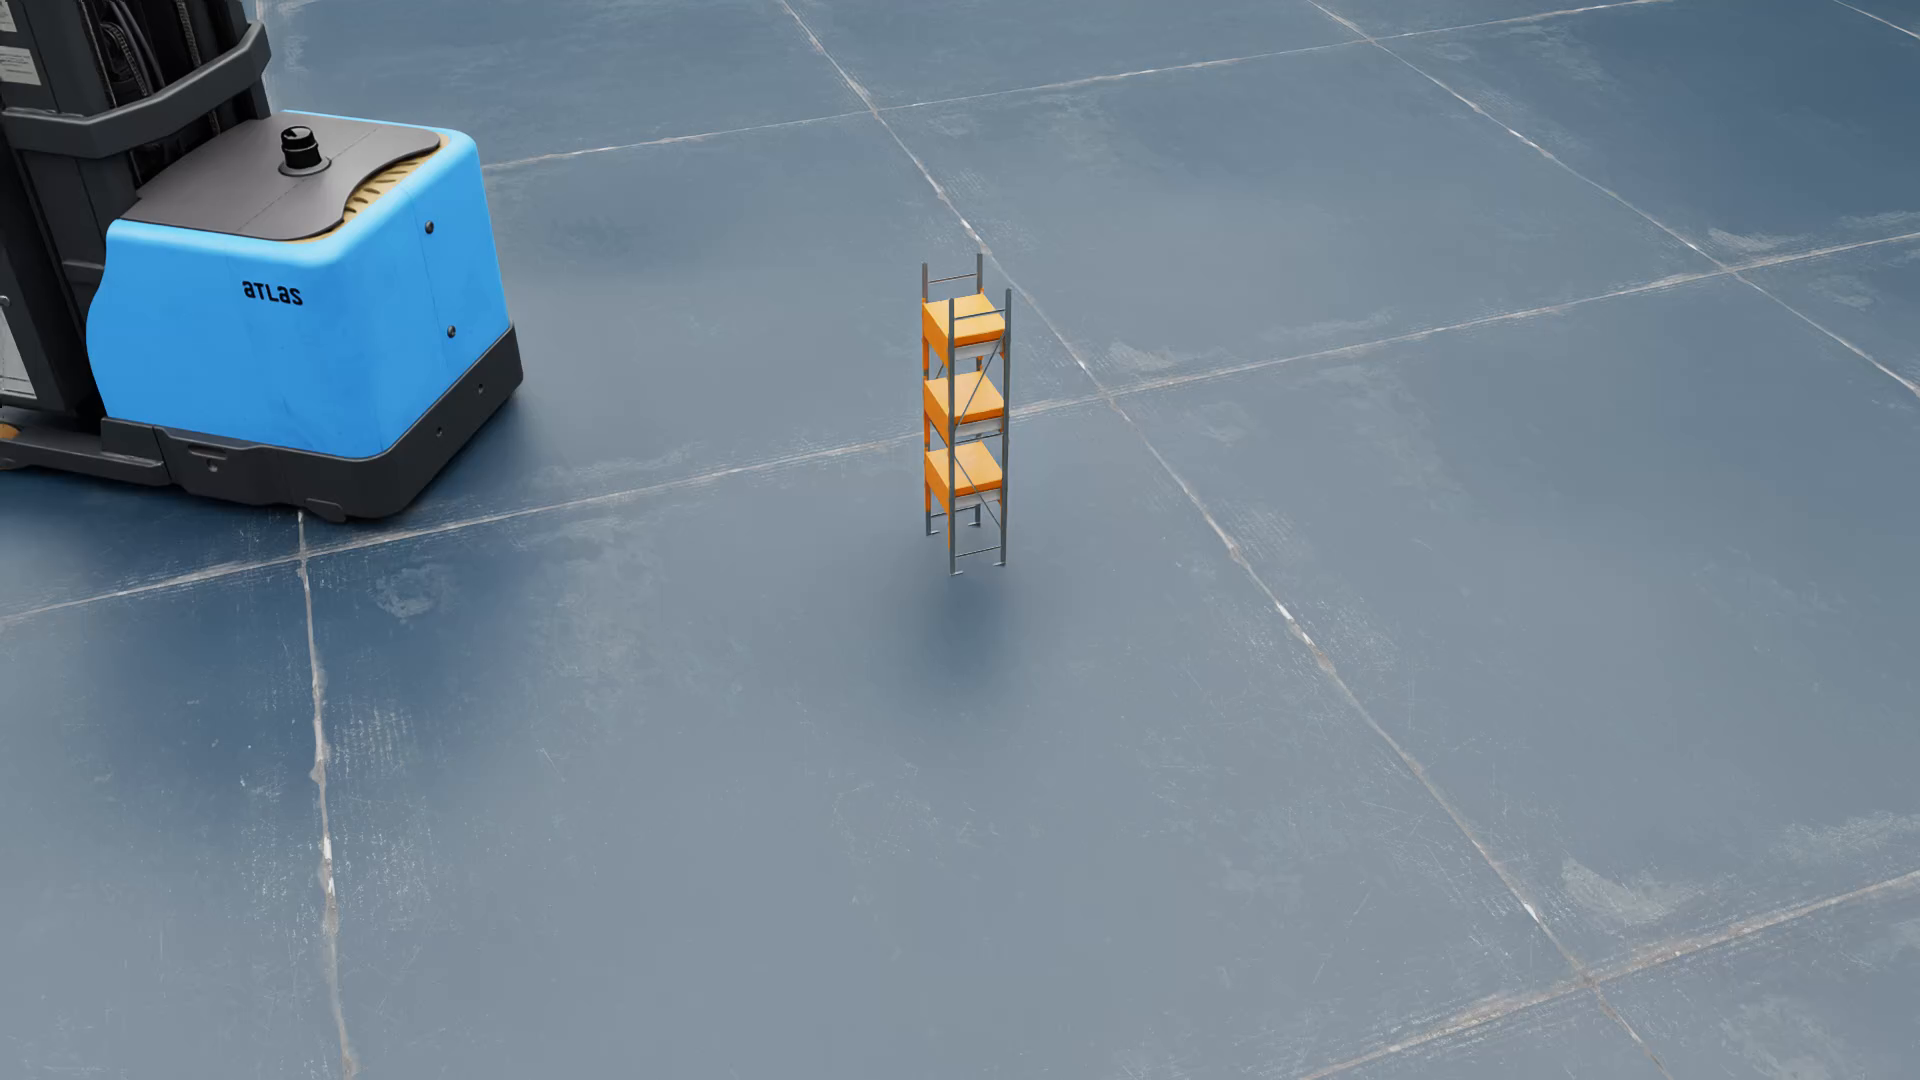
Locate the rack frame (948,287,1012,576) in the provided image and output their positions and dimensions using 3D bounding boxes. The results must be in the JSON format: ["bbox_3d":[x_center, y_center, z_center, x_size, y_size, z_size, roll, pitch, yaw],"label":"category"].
[{"bbox_3d":[0.060,-0.320,5.302,0.200,1.050,0.008,-12,39,-16],"label":"rack frame"}]

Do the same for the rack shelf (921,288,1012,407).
[{"bbox_3d":[0.018,-0.607,5.230,0.215,0.259,0.240,-12,39,-16],"label":"rack shelf"}]

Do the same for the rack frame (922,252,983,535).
[{"bbox_3d":[-0.024,-0.458,5.485,0.200,1.050,0.008,-12,39,-16],"label":"rack frame"}]

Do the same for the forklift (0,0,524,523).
[{"bbox_3d":[-3.271,-1.722,5.600,3.031,2.935,1.130,10,38,12],"label":"forklift"}]

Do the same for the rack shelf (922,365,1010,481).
[{"bbox_3d":[0.018,-0.381,5.400,0.215,0.259,0.240,-12,39,-16],"label":"rack shelf"}]

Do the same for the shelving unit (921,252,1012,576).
[{"bbox_3d":[0.018,-0.389,5.394,0.215,1.050,0.252,-12,39,-16],"label":"shelving unit"}]

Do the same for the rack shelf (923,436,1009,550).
[{"bbox_3d":[0.018,-0.159,5.568,0.215,0.259,0.240,-12,39,-16],"label":"rack shelf"}]
